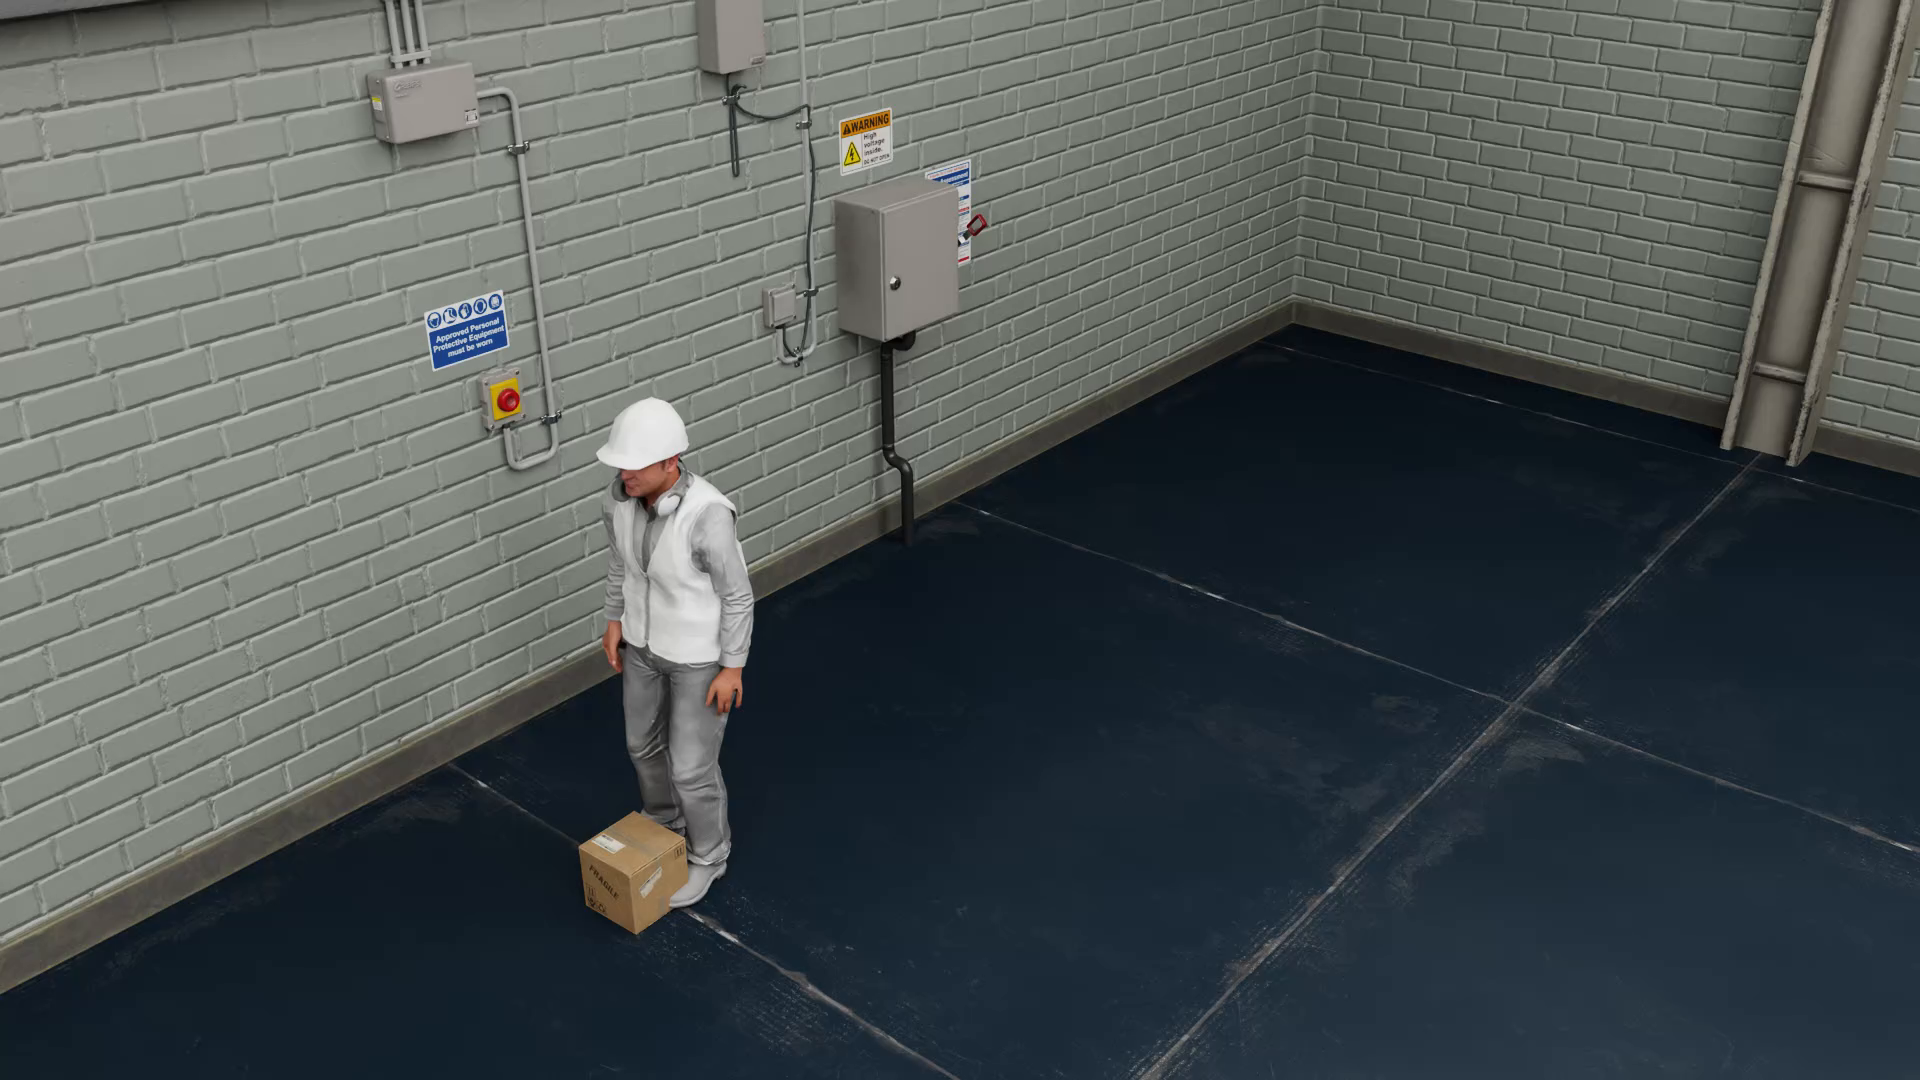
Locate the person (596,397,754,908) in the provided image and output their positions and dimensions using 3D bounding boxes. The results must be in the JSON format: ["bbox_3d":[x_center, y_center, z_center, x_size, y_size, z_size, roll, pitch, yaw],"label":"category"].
[{"bbox_3d":[-0.928,0.348,5.411,0.593,1.771,0.473,18,32,32],"label":"person"}]
